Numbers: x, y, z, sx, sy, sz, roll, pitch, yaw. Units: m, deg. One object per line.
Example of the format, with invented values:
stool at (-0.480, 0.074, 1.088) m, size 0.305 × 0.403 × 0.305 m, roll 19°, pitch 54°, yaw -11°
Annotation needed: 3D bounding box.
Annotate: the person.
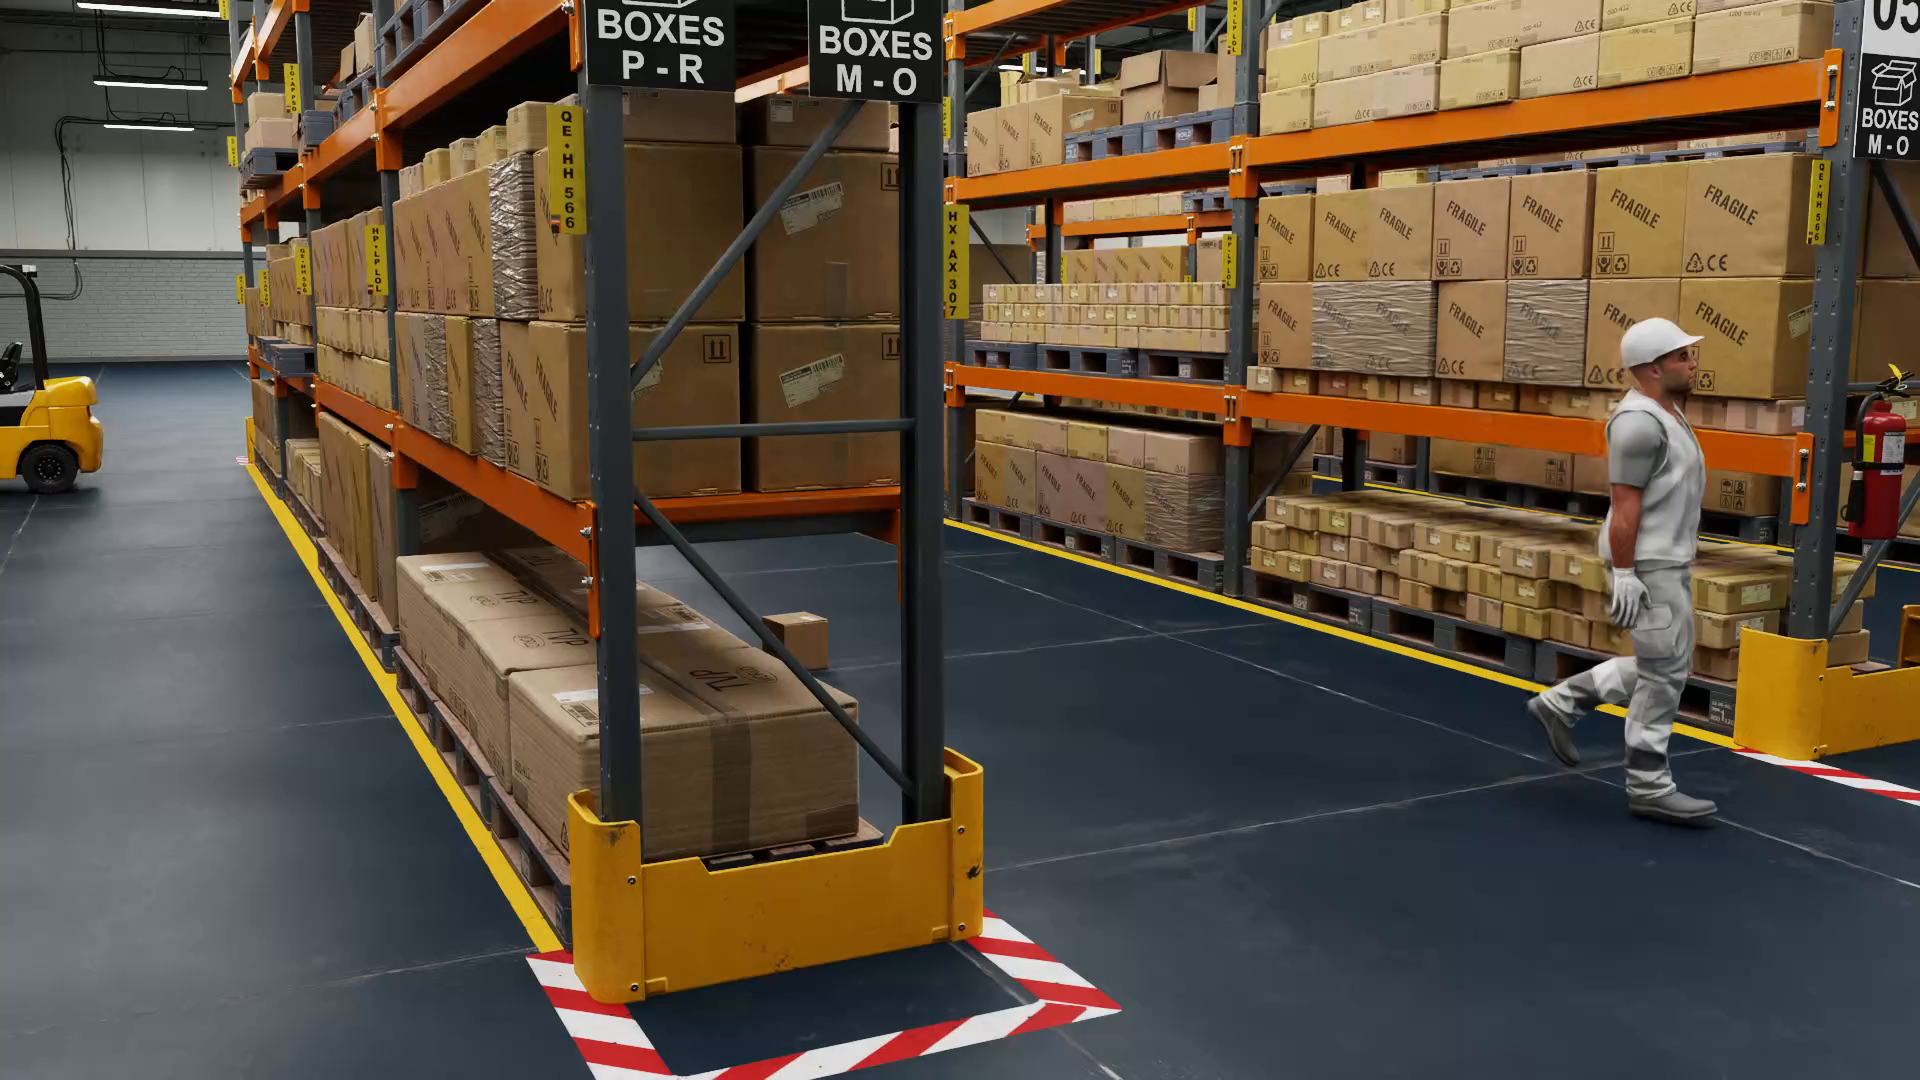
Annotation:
person at (2.418, 0.093, 6.006) m, size 0.714 × 1.779 × 0.565 m, roll 5°, pitch 10°, yaw 33°
